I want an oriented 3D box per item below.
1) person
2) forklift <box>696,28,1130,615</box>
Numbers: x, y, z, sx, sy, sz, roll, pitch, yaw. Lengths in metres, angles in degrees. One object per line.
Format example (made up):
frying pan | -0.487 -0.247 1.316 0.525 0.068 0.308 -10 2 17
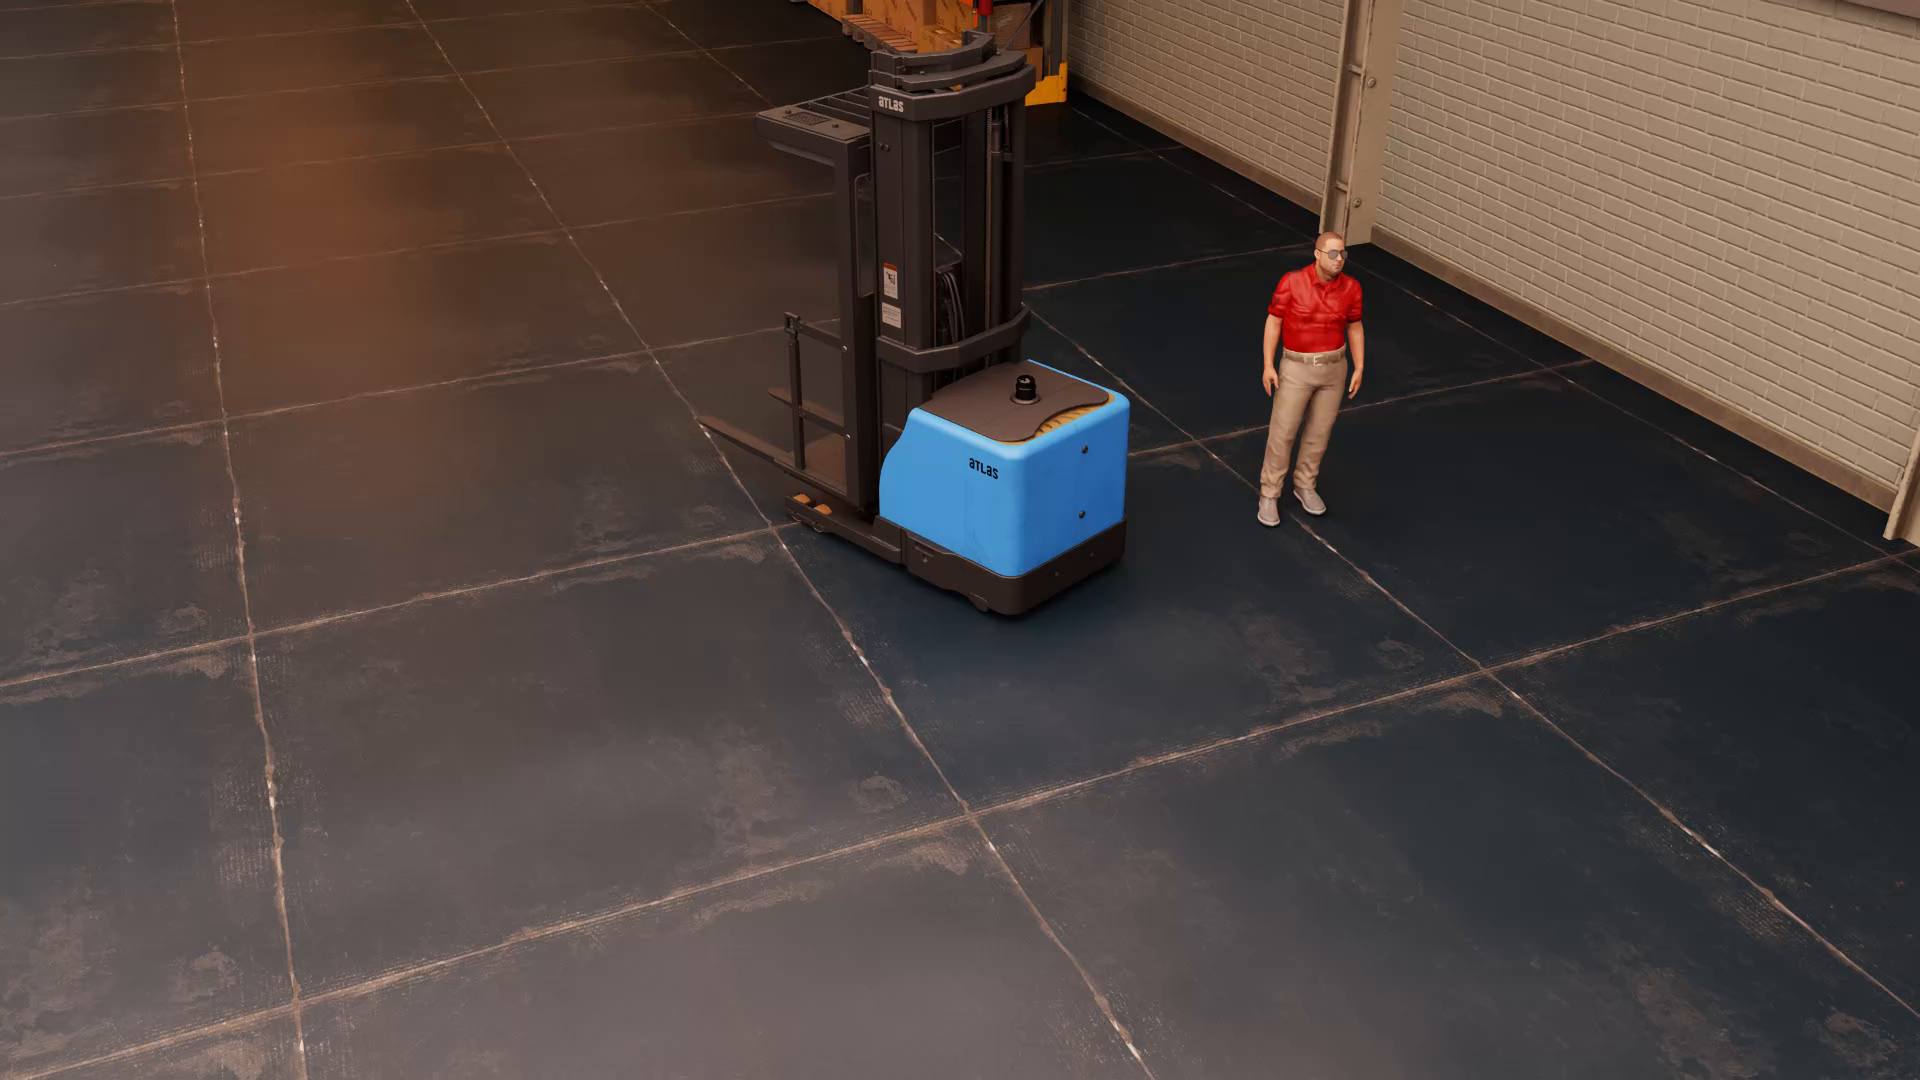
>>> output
person | 2.139 -0.970 10.014 0.640 1.727 0.551 -3 30 -5
forklift | -0.436 -1.483 9.714 3.031 2.935 1.130 26 39 37
